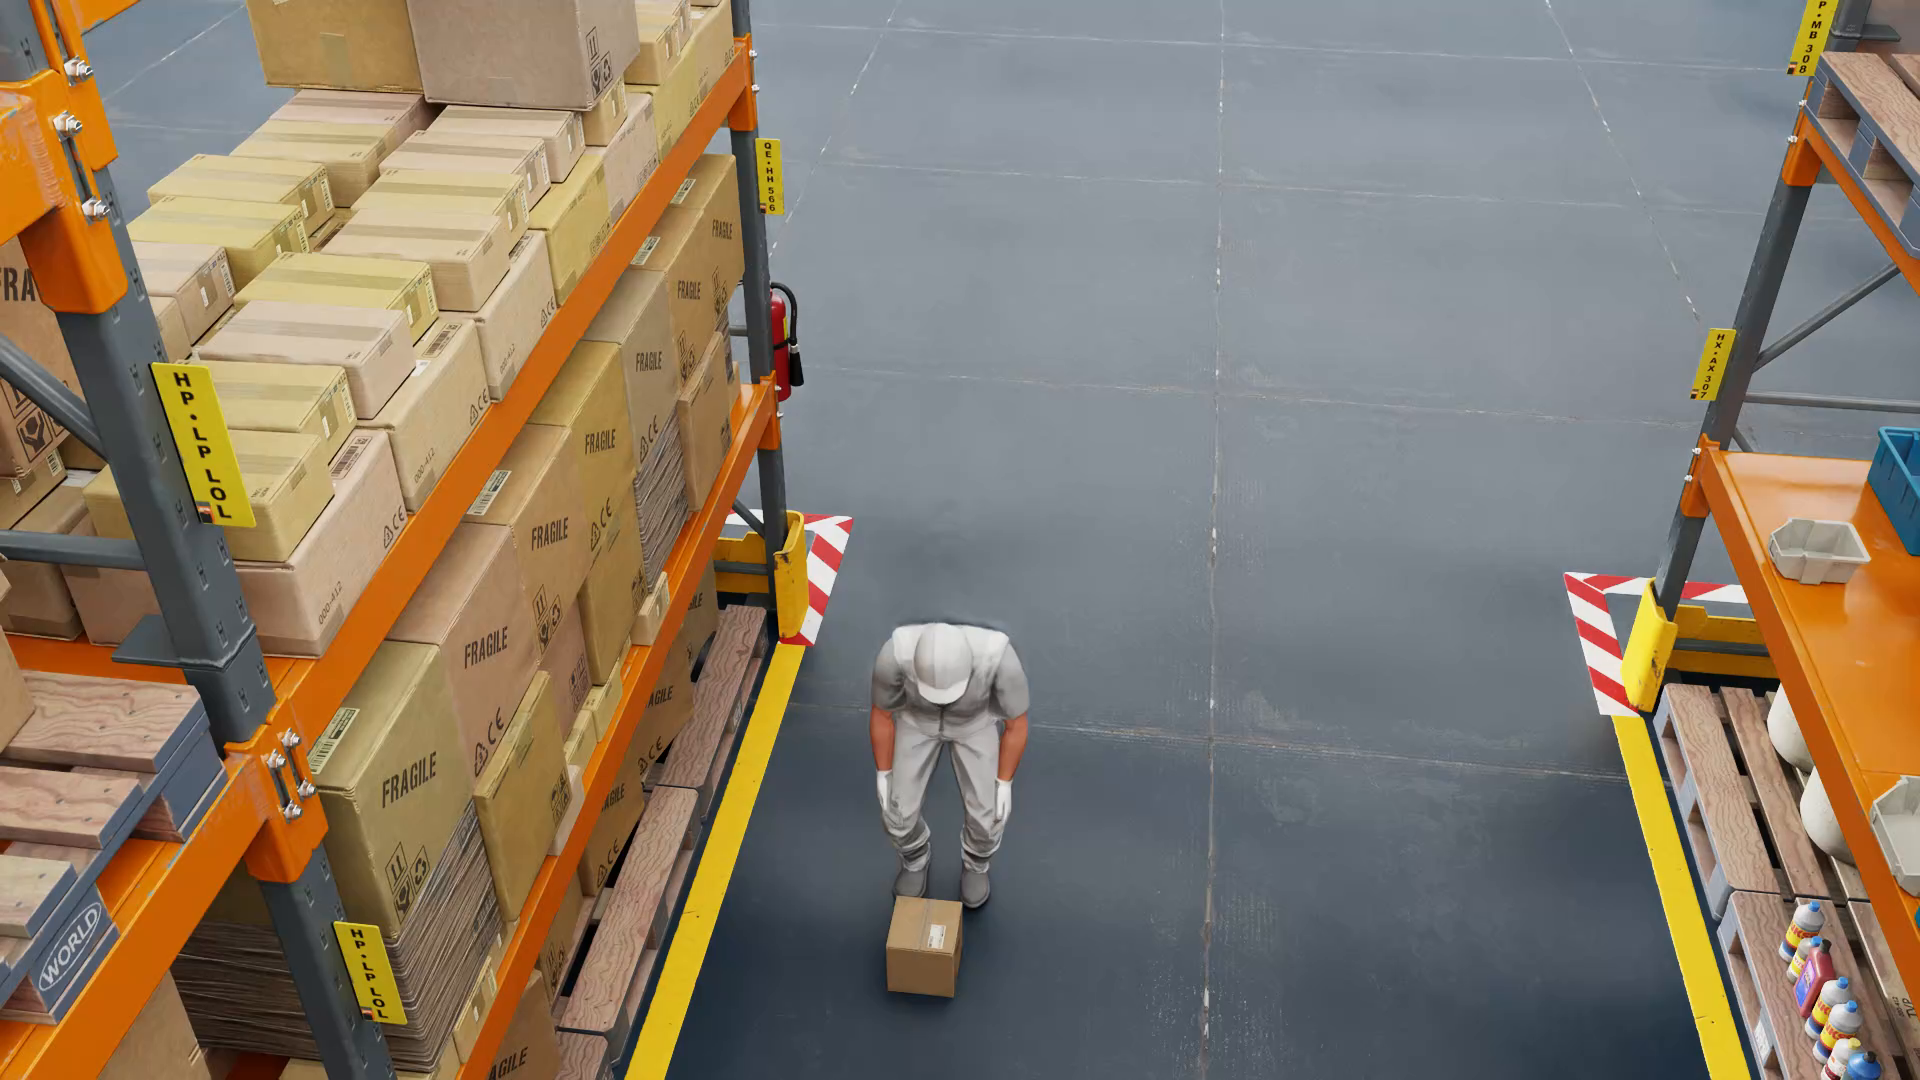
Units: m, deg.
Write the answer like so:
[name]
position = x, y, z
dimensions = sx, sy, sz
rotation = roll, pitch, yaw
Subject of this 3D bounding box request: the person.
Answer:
[person]
position = -0.033, 0.782, 6.183
dimensions = 0.579, 1.500, 0.711
rotation = 5, 36, 6
